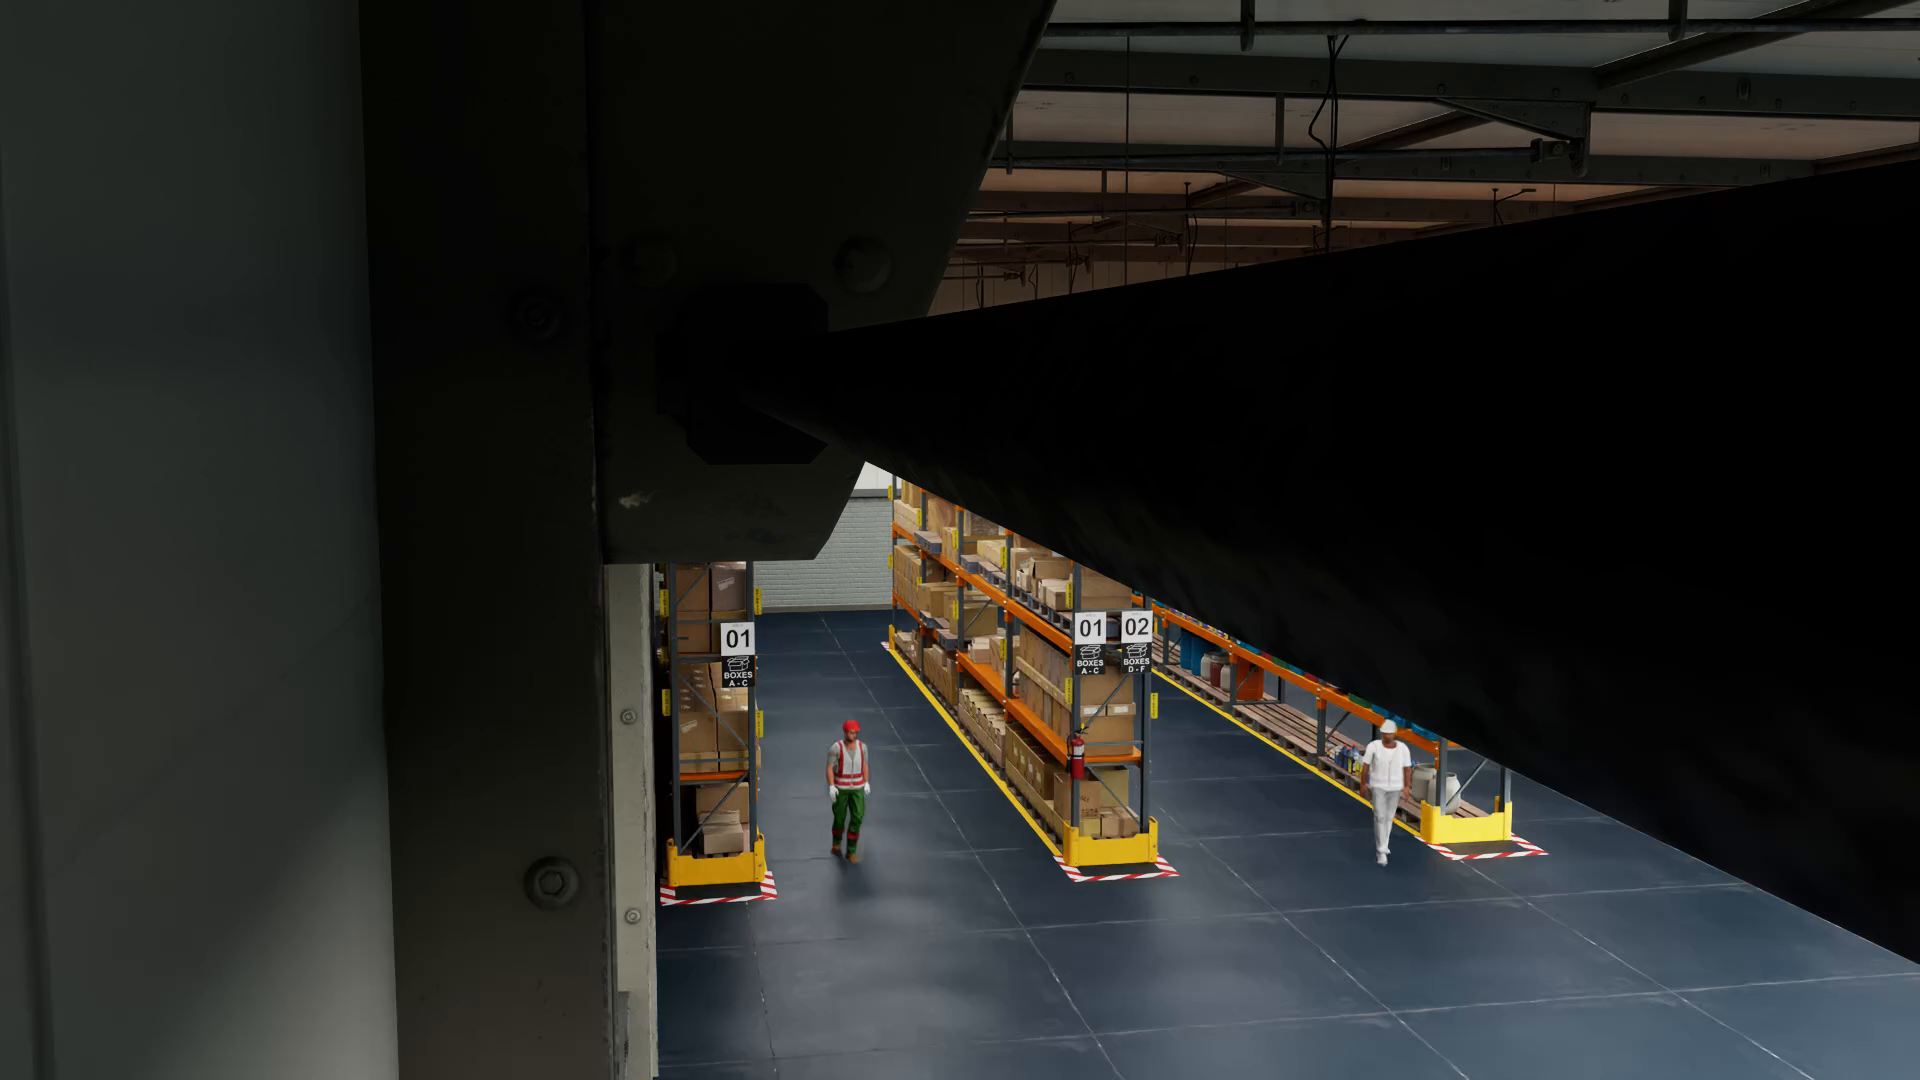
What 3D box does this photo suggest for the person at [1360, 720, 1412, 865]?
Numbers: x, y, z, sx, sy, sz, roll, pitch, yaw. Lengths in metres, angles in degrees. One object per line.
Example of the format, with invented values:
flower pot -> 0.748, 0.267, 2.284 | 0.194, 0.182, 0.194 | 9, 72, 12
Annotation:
person -> 5.439, 3.197, 21.150 | 0.616, 1.816, 0.696 | 0, 6, 2

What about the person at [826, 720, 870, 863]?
person -> -1.411, 3.196, 21.174 | 0.616, 1.838, 0.651 | -2, 7, -20
